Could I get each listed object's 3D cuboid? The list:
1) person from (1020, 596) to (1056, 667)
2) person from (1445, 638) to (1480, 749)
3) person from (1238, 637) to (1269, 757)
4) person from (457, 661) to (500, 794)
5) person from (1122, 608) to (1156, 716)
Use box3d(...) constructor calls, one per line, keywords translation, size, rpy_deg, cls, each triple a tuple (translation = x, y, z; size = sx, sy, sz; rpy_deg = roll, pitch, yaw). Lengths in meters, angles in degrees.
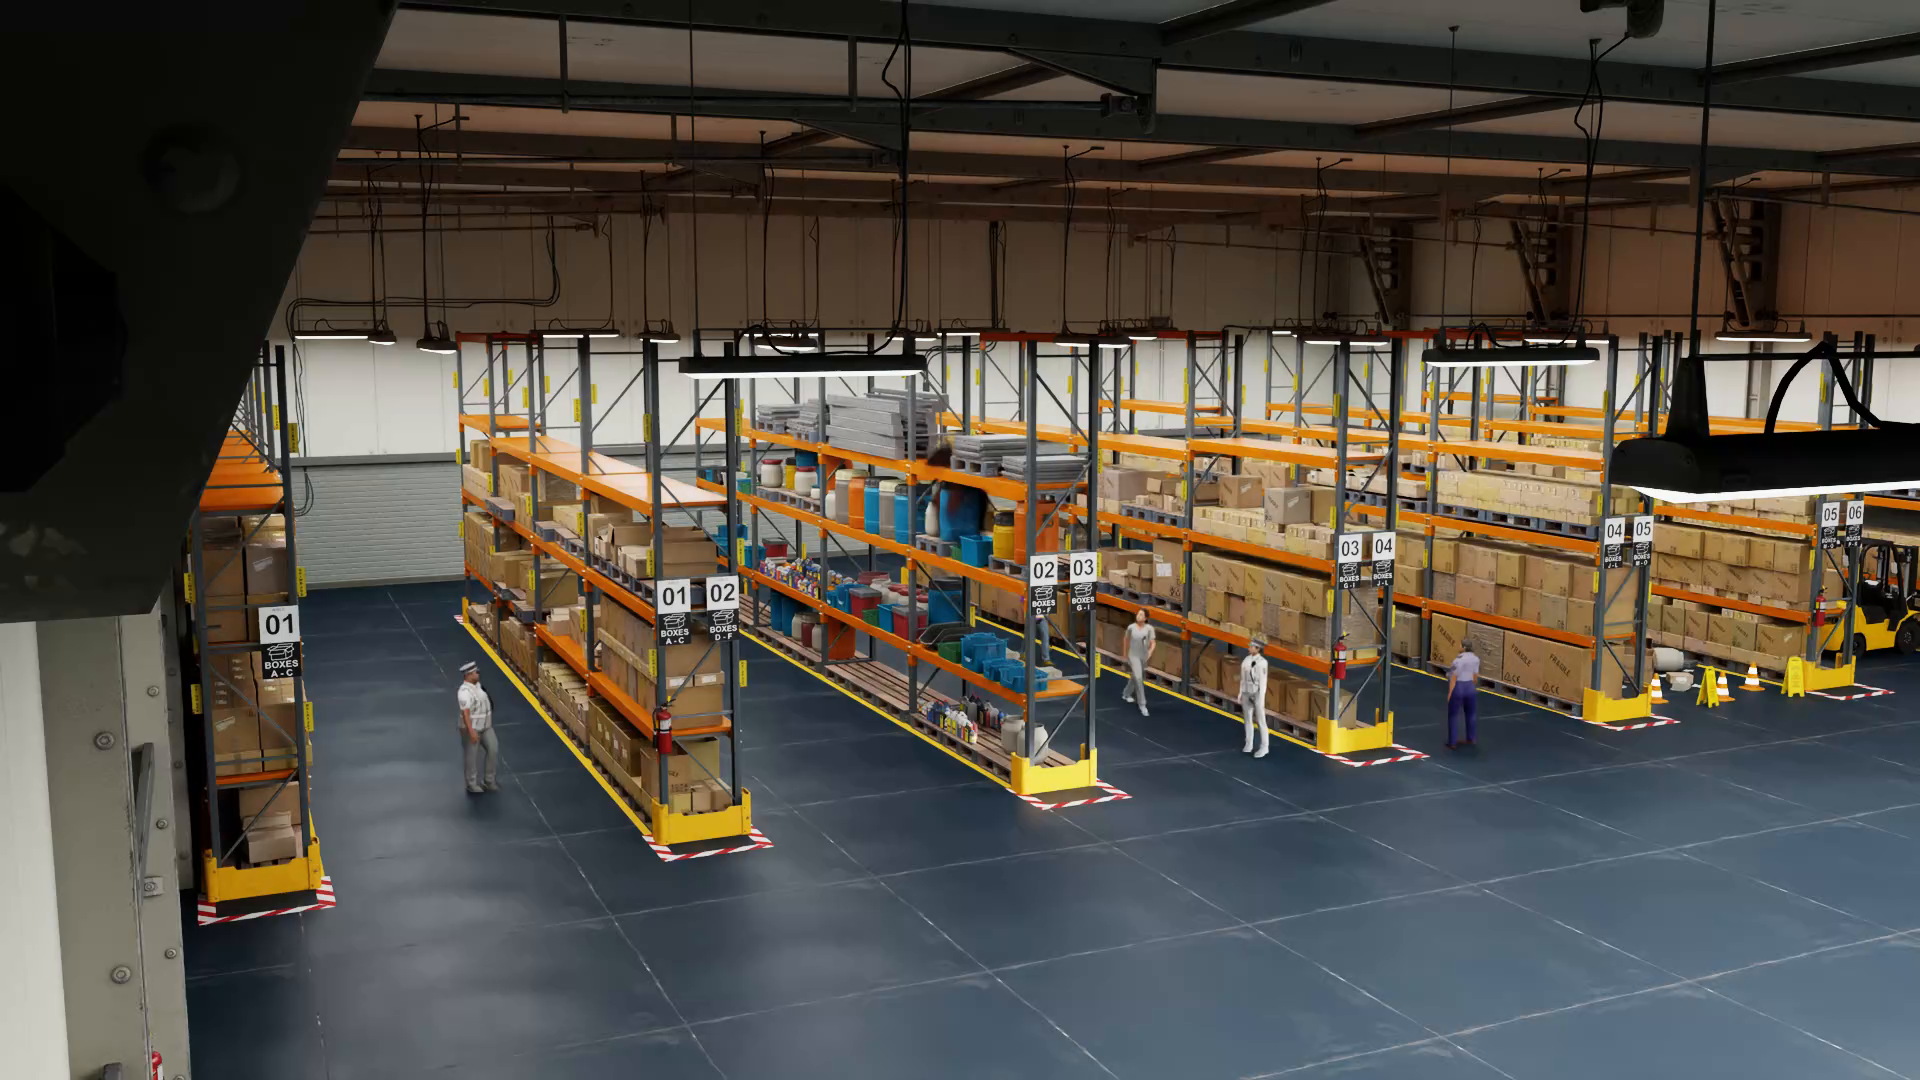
box3d(translation=(1.409, 1.425, 30.161), size=(0.688, 1.729, 1.022), rpy_deg=(-3, 8, -20), cls="person")
box3d(translation=(7.375, 2.235, 24.410), size=(0.523, 1.650, 0.444), rpy_deg=(-2, 8, -11), cls="person")
box3d(translation=(4.264, 2.243, 24.094), size=(0.419, 1.702, 0.547), rpy_deg=(-7, 10, -41), cls="person")
box3d(translation=(-6.441, 2.517, 22.136), size=(0.517, 1.833, 0.550), rpy_deg=(5, 9, 34), cls="person")
box3d(translation=(2.918, 1.914, 26.830), size=(0.417, 1.646, 0.982), rpy_deg=(-3, 8, -22), cls="person")
